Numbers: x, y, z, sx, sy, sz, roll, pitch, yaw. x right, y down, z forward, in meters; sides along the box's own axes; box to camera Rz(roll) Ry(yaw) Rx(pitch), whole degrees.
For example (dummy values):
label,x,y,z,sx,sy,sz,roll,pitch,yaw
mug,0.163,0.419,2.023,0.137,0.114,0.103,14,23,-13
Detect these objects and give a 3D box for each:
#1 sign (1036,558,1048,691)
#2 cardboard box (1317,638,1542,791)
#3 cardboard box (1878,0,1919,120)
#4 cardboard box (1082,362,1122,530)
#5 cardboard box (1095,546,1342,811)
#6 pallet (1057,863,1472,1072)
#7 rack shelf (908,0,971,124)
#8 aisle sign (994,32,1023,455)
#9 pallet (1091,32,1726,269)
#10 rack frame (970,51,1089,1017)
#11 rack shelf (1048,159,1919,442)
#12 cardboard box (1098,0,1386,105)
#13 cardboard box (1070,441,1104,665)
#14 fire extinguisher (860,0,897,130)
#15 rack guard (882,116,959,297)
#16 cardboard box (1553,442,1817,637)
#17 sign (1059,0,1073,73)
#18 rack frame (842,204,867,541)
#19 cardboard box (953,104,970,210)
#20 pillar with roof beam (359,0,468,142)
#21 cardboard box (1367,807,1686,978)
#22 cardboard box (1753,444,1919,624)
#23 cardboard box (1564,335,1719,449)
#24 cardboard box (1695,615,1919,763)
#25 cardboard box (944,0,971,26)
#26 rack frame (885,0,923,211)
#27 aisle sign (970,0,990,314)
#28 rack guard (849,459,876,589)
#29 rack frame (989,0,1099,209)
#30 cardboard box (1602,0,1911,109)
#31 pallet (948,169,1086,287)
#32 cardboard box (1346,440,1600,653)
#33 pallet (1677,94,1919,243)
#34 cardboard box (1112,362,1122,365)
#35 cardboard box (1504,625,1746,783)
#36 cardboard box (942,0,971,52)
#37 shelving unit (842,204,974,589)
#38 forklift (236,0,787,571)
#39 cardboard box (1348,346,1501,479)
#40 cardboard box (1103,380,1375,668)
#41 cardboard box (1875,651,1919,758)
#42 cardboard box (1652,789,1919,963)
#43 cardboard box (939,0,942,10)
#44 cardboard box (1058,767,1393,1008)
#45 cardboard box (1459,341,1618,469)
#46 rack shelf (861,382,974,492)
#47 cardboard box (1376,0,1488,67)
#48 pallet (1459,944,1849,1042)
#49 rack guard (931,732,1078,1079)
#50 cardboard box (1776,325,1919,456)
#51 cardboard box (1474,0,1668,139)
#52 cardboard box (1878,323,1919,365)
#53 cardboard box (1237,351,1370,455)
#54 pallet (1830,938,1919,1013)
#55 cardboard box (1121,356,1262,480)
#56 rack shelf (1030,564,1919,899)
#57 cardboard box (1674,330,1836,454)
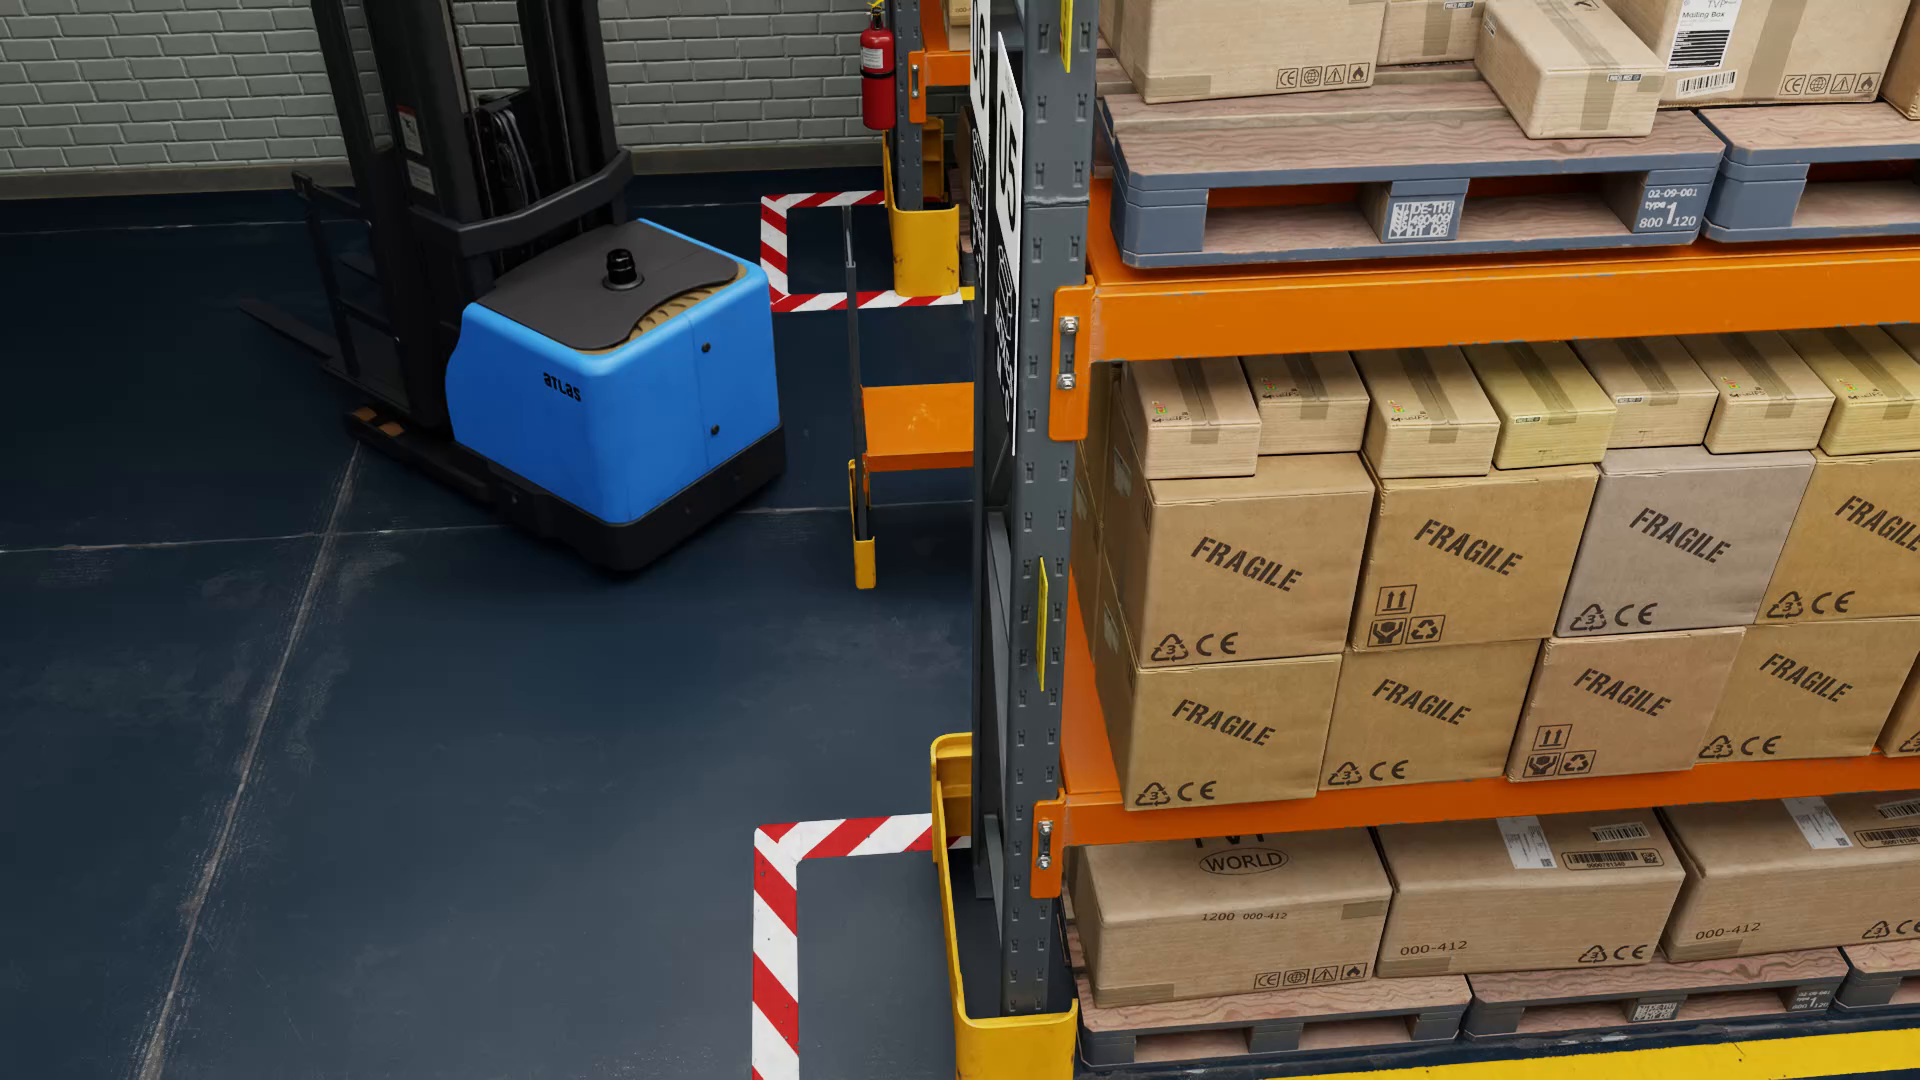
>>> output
label,x,y,z,sx,sy,sz,roll,pitch,yaw
sign,0.188,0.196,3.817,0.005,0.325,0.100,-3,38,-4
cardboard box,1.149,0.291,4.379,0.500,0.500,0.500,-4,38,-5
cardboard box,2.166,-1.215,3.446,0.500,0.500,0.500,-3,38,-3
cardboard box,0.604,-0.381,4.423,0.500,0.500,0.500,-2,38,-2
cardboard box,0.648,0.336,4.322,0.500,0.500,0.500,-3,38,-4
pallet,0.934,1.227,5.525,1.213,0.211,1.003,-3,38,-4
rack shelf,1.693,-2.665,8.787,4.000,0.370,1.077,-3,38,-4
aisle sign,0.098,-0.613,3.507,0.004,0.787,0.394,-3,38,-4
pallet,0.882,-0.966,3.702,1.213,0.211,1.003,-3,38,-4
rack frame,0.144,0.224,4.544,0.127,3.000,1.000,-3,38,-4
rack shelf,2.137,-0.781,3.977,4.000,0.370,1.077,-3,38,-4
cardboard box,0.585,-1.179,3.602,0.500,0.250,0.500,-6,39,-8
cardboard box,0.601,-0.005,4.754,0.500,0.500,0.500,-3,38,-4
fire extinguisher,-0.405,-2.368,8.193,0.183,0.674,0.296,-3,38,-4
rack guard,-0.223,-1.861,9.205,0.348,0.500,1.175,-3,38,-4
cardboard box,1.674,-0.124,4.097,0.500,0.500,0.500,-3,38,-4
sign,0.188,-0.985,2.885,0.005,0.325,0.100,-3,38,-4
rack frame,-0.421,-0.566,6.756,0.032,1.500,0.500,-3,38,-4
cardboard box,0.319,-1.998,9.037,0.637,0.503,0.797,-5,39,-6
pillar with roof beam,-2.683,-2.945,3.718,0.400,9.000,9.100,-3,38,-4
cardboard box,1.704,0.912,5.402,0.875,0.438,0.875,-2,38,-3
cardboard box,2.171,-0.152,4.133,0.500,0.500,0.500,-3,38,-4
cardboard box,1.564,-0.385,3.905,0.250,0.149,0.380,-3,38,-4
cardboard box,2.155,0.236,4.448,0.500,0.500,0.500,-2,38,-2
cardboard box,0.177,-2.755,8.201,0.500,0.250,0.500,-3,38,-4
rack frame,-0.299,-2.838,8.425,0.127,3.000,1.000,-3,38,-4
aisle sign,0.045,-0.984,3.976,0.004,0.787,0.394,-3,38,-4
rack guard,-0.420,-0.075,7.143,0.087,0.250,0.587,-3,38,-4
rack frame,0.144,-2.131,2.686,0.127,3.000,1.000,-3,38,-4
cardboard box,1.640,-1.174,3.547,0.500,0.311,0.500,-2,38,-3
pallet,0.571,-1.792,9.351,1.213,0.211,1.003,-3,38,-4
cardboard box,1.162,-0.091,4.056,0.500,0.500,0.500,-4,38,-5
pallet,2.100,-1.035,3.790,1.213,0.211,1.003,-3,38,-4
cardboard box,0.484,-0.605,4.184,0.250,0.149,0.380,-3,38,-3
cardboard box,1.658,0.274,4.400,0.500,0.500,0.500,-3,38,-4
cardboard box,0.053,-2.588,8.311,0.250,0.149,0.380,-3,38,-4
shelving unit,0.076,-0.593,6.791,1.083,1.500,0.587,-3,38,-4
forklift,-2.264,-1.767,7.123,3.031,2.935,1.130,26,45,29
cardboard box,1.046,-0.313,3.813,0.250,0.149,0.380,-2,38,-3
cardboard box,0.648,-0.058,4.014,0.500,0.500,0.500,-4,38,-5
cardboard box,2.678,0.217,4.473,0.500,0.500,0.500,-4,38,-5
cardboard box,2.602,0.864,5.463,0.875,0.438,0.875,-4,38,-5
cardboard box,0.007,-2.923,8.736,0.250,0.149,0.380,-4,38,-4
cardboard box,0.793,0.967,5.332,0.875,0.438,0.875,-4,38,-6
cardboard box,1.307,-0.338,3.845,0.250,0.149,0.380,-4,38,-5
rack shelf,0.085,-0.452,6.903,1.000,0.185,0.538,-3,38,-4
cardboard box,0.995,-1.211,3.725,0.250,0.149,0.380,-6,39,-7
pallet,2.146,1.162,5.607,1.213,0.211,1.003,-3,38,-4
rack guard,0.120,1.207,5.317,0.348,0.500,1.175,-3,38,-4
cardboard box,2.071,-0.370,3.886,0.250,0.149,0.380,-4,38,-5
cardboard box,1.249,-0.977,3.428,0.250,0.149,0.380,-2,38,-2
cardboard box,2.328,-0.414,3.942,0.250,0.149,0.380,-3,38,-4
cardboard box,0.777,-0.369,3.885,0.250,0.149,0.380,-2,38,-3
pallet,3.364,1.093,5.694,1.213,0.211,1.003,-3,38,-4
cardboard box,0.523,-0.311,3.811,0.250,0.149,0.380,-2,38,-3
rack shelf,2.137,0.397,4.906,4.000,0.370,1.077,-3,38,-4
cardboard box,1.816,-0.373,3.889,0.250,0.149,0.380,-3,38,-4
